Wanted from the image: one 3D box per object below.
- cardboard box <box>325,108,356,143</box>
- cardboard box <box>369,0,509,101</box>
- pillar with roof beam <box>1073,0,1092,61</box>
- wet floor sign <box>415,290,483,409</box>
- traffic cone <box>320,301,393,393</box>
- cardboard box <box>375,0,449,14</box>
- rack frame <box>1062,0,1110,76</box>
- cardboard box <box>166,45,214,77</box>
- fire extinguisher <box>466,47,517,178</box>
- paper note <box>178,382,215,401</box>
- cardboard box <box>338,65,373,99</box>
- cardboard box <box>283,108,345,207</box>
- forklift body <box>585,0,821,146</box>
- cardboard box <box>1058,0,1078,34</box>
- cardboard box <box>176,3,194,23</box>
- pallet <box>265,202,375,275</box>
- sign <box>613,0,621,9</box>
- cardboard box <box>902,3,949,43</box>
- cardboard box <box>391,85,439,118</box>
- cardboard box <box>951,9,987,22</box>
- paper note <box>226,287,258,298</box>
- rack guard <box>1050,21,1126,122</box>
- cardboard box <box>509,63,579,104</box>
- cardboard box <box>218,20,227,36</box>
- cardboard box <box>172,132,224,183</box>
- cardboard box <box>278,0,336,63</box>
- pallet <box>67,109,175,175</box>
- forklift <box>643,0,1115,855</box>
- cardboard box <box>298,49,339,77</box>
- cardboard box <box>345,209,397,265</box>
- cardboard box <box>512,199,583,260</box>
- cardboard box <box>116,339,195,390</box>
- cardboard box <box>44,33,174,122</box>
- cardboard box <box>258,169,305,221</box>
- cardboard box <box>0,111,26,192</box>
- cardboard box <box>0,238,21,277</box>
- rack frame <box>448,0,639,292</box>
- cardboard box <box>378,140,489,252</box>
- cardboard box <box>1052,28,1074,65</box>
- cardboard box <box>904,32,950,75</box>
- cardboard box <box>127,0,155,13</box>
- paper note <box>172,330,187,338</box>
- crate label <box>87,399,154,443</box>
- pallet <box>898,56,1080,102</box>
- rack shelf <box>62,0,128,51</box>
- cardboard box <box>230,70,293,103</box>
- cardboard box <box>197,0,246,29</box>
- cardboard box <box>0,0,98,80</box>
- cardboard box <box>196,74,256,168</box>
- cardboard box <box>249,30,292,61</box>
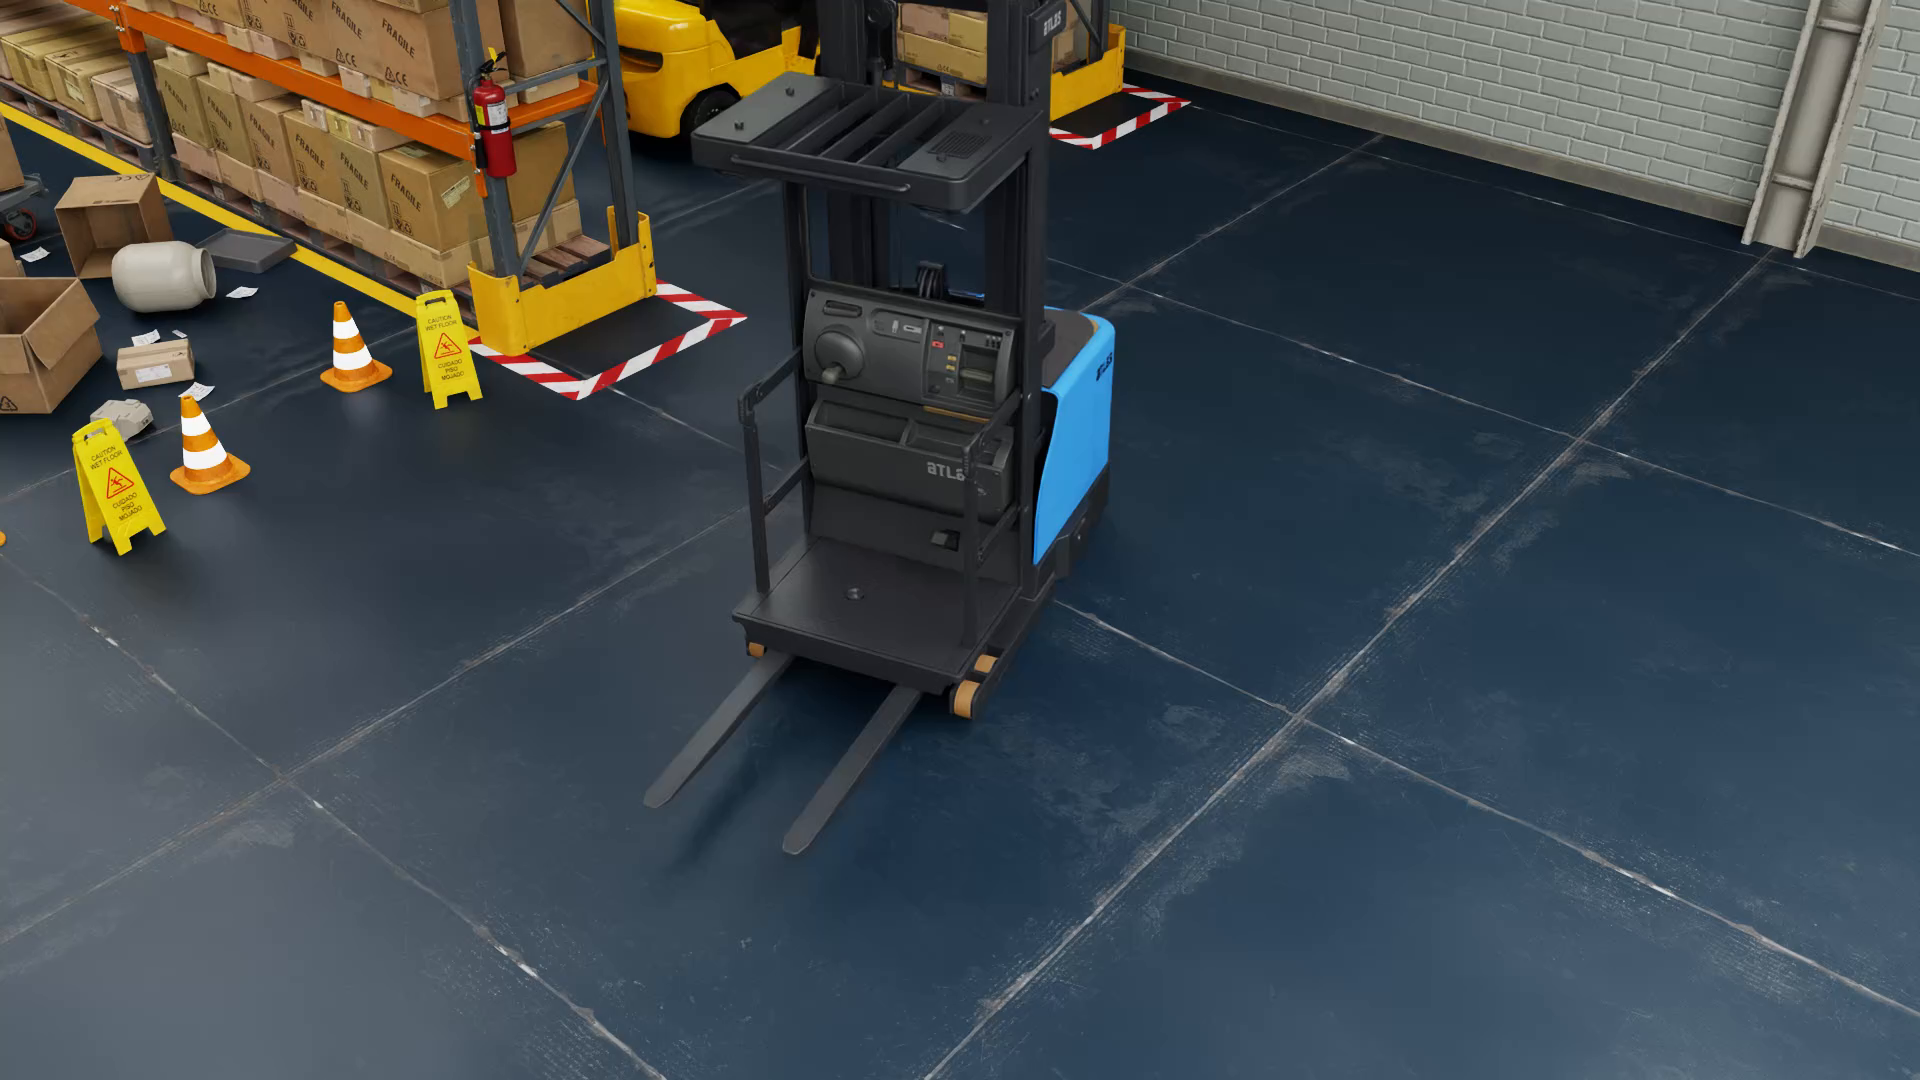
[{"bbox_3d":[-3.639,-2.584,10.185,0.250,0.149,0.380,26,42,33],"label":"cardboard box"},{"bbox_3d":[-2.933,-2.835,9.378,0.500,0.500,0.500,24,41,31],"label":"cardboard box"},{"bbox_3d":[-1.880,-6.000,9.038,0.400,9.000,9.100,25,42,32],"label":"pillar with roof beam"},{"bbox_3d":[-2.879,-1.090,9.267,0.267,0.644,0.232,-18,38,-25],"label":"wet floor sign"},{"bbox_3d":[-3.496,-1.143,9.506,0.334,0.463,0.336,25,42,32],"label":"traffic cone"},{"bbox_3d":[-2.872,-3.261,9.114,0.500,0.500,0.700,24,41,31],"label":"cardboard box"},{"bbox_3d":[0.833,-4.756,12.525,0.127,3.000,1.000,25,42,32],"label":"rack frame"},{"bbox_3d":[-5.076,-3.257,11.166,0.250,0.149,0.380,26,42,32],"label":"cardboard box"},{"bbox_3d":[-2.547,-2.321,9.048,0.183,0.674,0.296,25,42,32],"label":"fire extinguisher"},{"bbox_3d":[-4.340,-0.847,9.457,0.142,0.019,0.148,12,36,16],"label":"paper note"},{"bbox_3d":[-3.430,-2.759,9.840,0.250,0.149,0.380,26,42,33],"label":"cardboard box"},{"bbox_3d":[-3.909,-2.494,10.627,0.500,0.500,0.500,24,41,31],"label":"cardboard box"},{"bbox_3d":[-1.791,-4.299,12.610,1.214,2.155,2.313,25,42,32],"label":"forklift body"},{"bbox_3d":[0.605,-4.262,13.423,0.500,0.250,0.500,26,42,33],"label":"cardboard box"},{"bbox_3d":[-4.926,-3.534,10.969,0.250,0.149,0.380,25,42,32],"label":"cardboard box"},{"bbox_3d":[-3.933,-2.224,11.303,1.213,0.211,1.003,25,42,32],"label":"pallet"},{"bbox_3d":[-1.993,-3.188,9.477,0.005,0.325,0.100,25,42,32],"label":"sign"},{"bbox_3d":[-0.120,-4.228,13.373,0.500,0.250,0.500,25,42,31],"label":"cardboard box"},{"bbox_3d":[-3.030,-2.577,9.575,0.250,0.149,0.380,25,42,31],"label":"cardboard box"},{"bbox_3d":[0.280,-4.239,12.947,0.500,0.250,0.500,27,43,33],"label":"cardboard box"},{"bbox_3d":[-4.534,-1.569,10.508,0.148,0.019,0.142,12,36,16],"label":"paper note"},{"bbox_3d":[0.852,-3.717,13.220,0.348,0.500,1.175,25,42,32],"label":"rack guard"},{"bbox_3d":[-2.469,-2.704,9.760,0.250,0.149,0.380,25,42,32],"label":"cardboard box"},{"bbox_3d":[-4.533,-3.347,10.696,0.250,0.149,0.380,25,42,32],"label":"cardboard box"},{"bbox_3d":[-5.133,-2.752,11.666,0.500,0.250,0.500,23,41,30],"label":"cardboard box"},{"bbox_3d":[-3.697,-3.201,9.911,0.500,0.500,0.500,25,42,32],"label":"cardboard box"},{"bbox_3d":[-6.013,-3.175,12.687,1.213,0.211,1.003,25,42,32],"label":"pallet"},{"bbox_3d":[-0.304,-0.719,6.708,1.130,2.935,3.031,14,37,19],"label":"forklift"},{"bbox_3d":[-3.792,-2.966,10.142,0.250,0.149,0.380,25,42,31],"label":"cardboard box"},{"bbox_3d":[-3.526,-2.001,10.572,0.500,0.250,0.500,25,42,32],"label":"cardboard box"},{"bbox_3d":[-2.783,-2.047,10.639,0.500,0.250,0.500,25,42,31],"label":"cardboard box"},{"bbox_3d":[-4.639,-1.015,9.597,0.380,0.149,0.250,-12,36,-17],"label":"cardboard box"},{"bbox_3d":[-6.373,-3.581,12.765,0.625,0.372,0.950,28,43,34],"label":"cardboard box"},{"bbox_3d":[-4.306,-2.373,11.113,0.500,0.250,0.500,25,41,31],"label":"cardboard box"},{"bbox_3d":[-6.530,-2.540,10.838,0.500,0.500,0.500,25,42,32],"label":"cardboard box"},{"bbox_3d":[-6.034,-1.491,9.857,0.503,0.637,0.797,25,42,32],"label":"cardboard box"},{"bbox_3d":[-2.340,-2.595,9.379,0.127,3.000,1.000,25,42,32],"label":"rack frame"},{"bbox_3d":[-3.122,-2.120,10.083,0.500,0.500,0.500,26,42,32],"label":"cardboard box"},{"bbox_3d":[0.581,-4.058,13.568,0.500,0.250,0.500,25,42,32],"label":"cardboard box"},{"bbox_3d":[-0.106,-4.012,13.501,0.500,0.250,0.500,25,42,32],"label":"cardboard box"},{"bbox_3d":[-5.377,-3.686,11.190,0.250,0.149,0.380,25,42,32],"label":"cardboard box"},{"bbox_3d":[-4.721,-1.247,10.057,0.123,0.001,0.032,25,42,32],"label":"paper note"},{"bbox_3d":[-4.589,-0.661,9.091,0.298,0.136,0.250,6,35,8],"label":"crate label"},{"bbox_3d":[0.219,-3.865,13.691,1.213,0.211,1.003,25,42,32],"label":"pallet"},{"bbox_3d":[-6.951,-4.471,12.747,4.000,0.370,1.077,25,42,32],"label":"rack shelf"},{"bbox_3d":[-4.471,-2.976,10.756,0.250,0.149,0.380,28,43,34],"label":"cardboard box"},{"bbox_3d":[-4.476,-3.568,10.444,0.500,0.500,0.500,25,42,31],"label":"cardboard box"},{"bbox_3d":[-7.488,-4.110,13.535,0.625,0.372,0.950,24,41,31],"label":"cardboard box"},{"bbox_3d":[-4.714,-2.872,11.178,0.500,0.500,0.500,27,43,34],"label":"cardboard box"},{"bbox_3d":[-4.188,-3.140,10.394,0.250,0.149,0.380,25,42,32],"label":"cardboard box"}]
